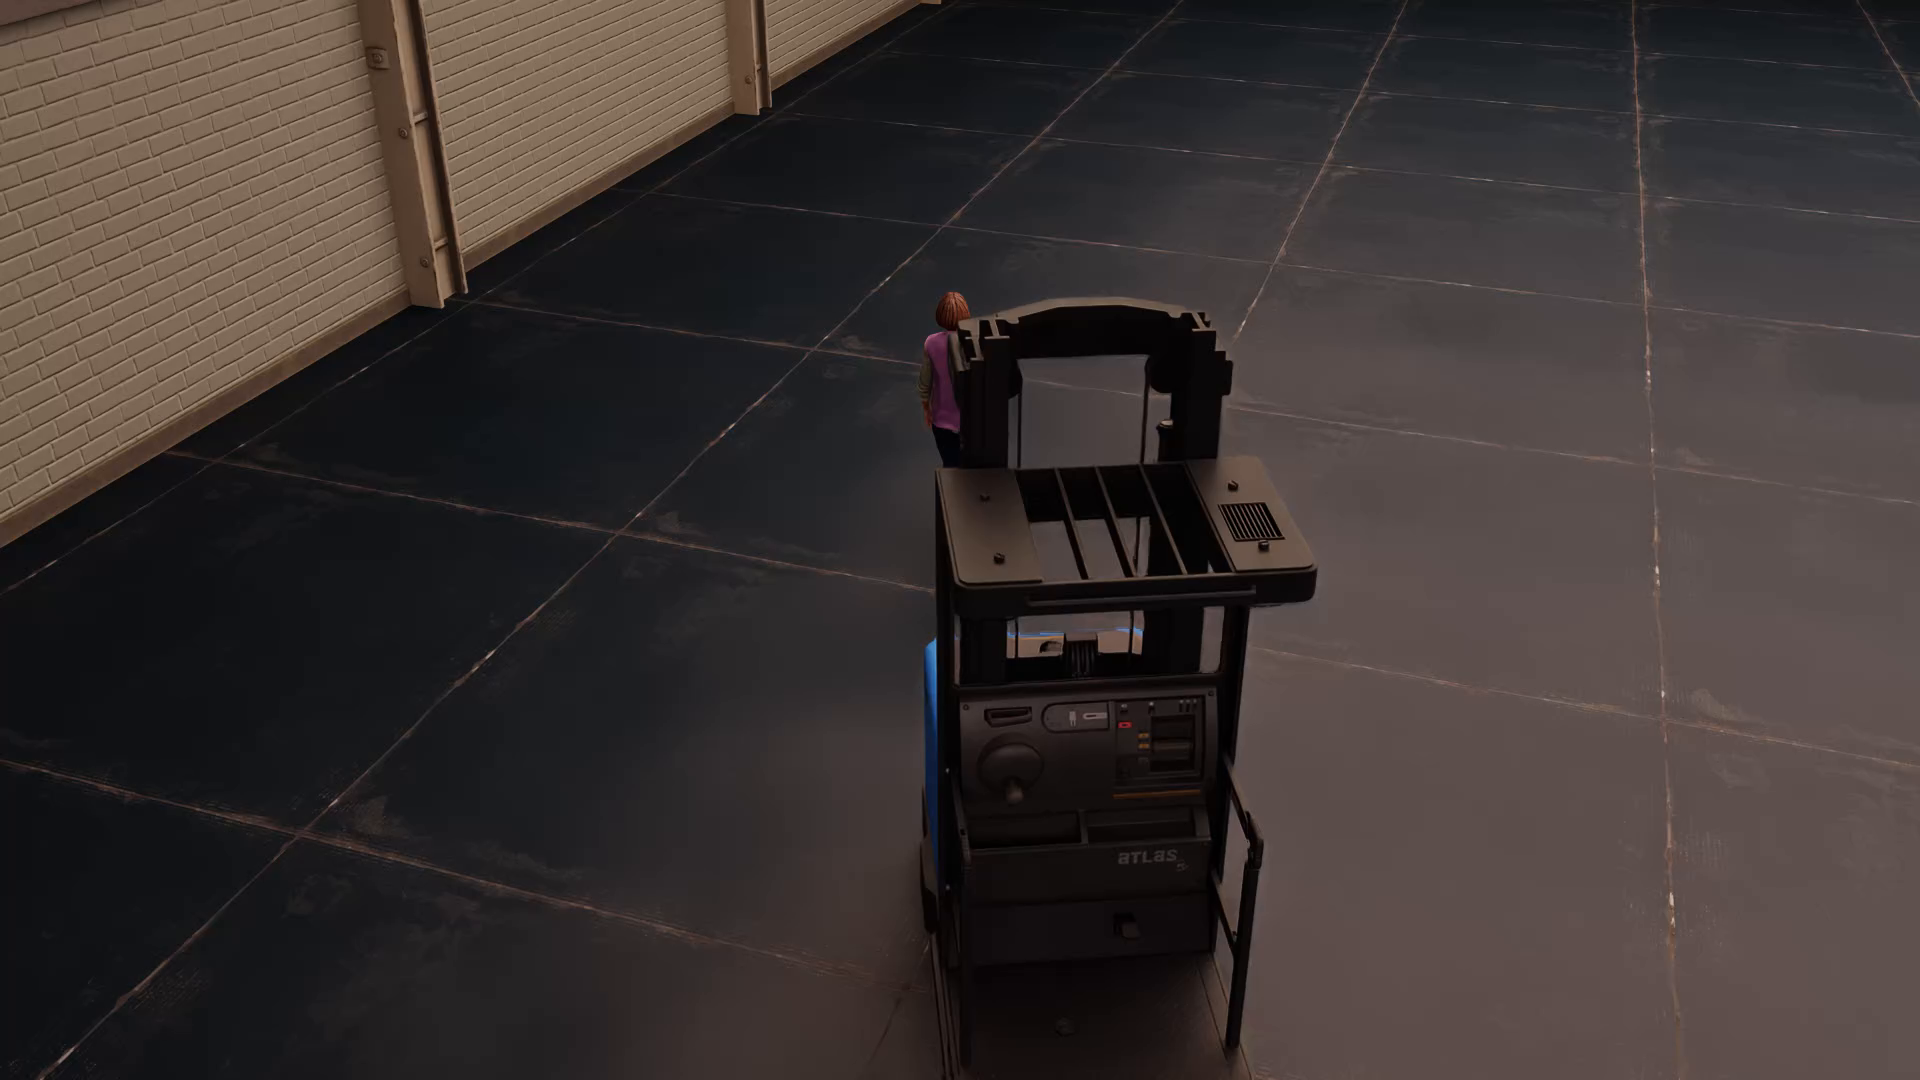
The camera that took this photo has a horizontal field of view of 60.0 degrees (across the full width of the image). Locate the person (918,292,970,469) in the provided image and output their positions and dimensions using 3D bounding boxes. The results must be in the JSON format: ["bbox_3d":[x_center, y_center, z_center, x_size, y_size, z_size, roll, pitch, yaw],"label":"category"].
[{"bbox_3d":[0.037,-0.732,9.753,0.520,1.597,0.476,10,31,16],"label":"person"}]

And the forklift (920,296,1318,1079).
[{"bbox_3d":[0.485,0.779,5.769,1.130,2.935,3.031,-3,30,-5],"label":"forklift"}]
